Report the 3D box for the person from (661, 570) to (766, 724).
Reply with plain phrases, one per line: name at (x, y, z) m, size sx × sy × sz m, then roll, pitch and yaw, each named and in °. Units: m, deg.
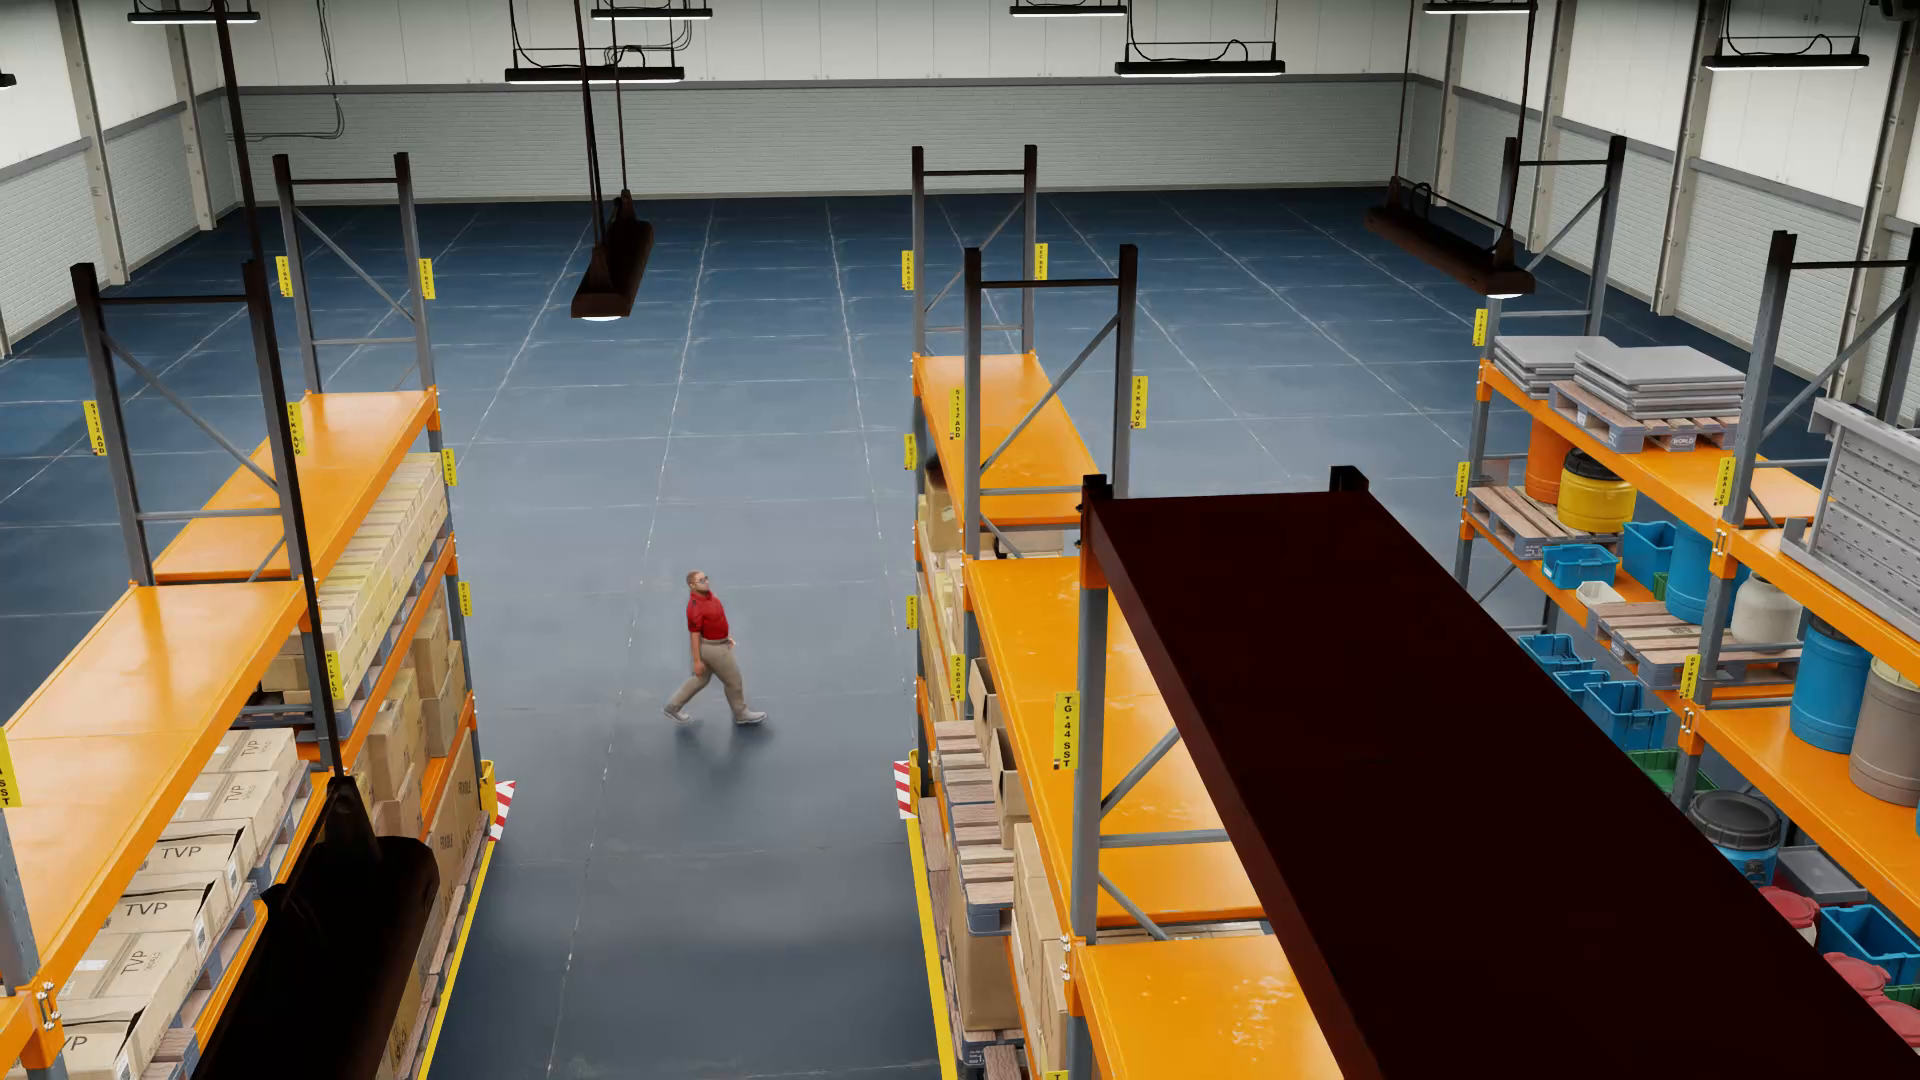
person at (-2.507, 1.077, 16.642) m, size 0.974 × 1.676 × 0.517 m, roll -11°, pitch 24°, yaw -26°
